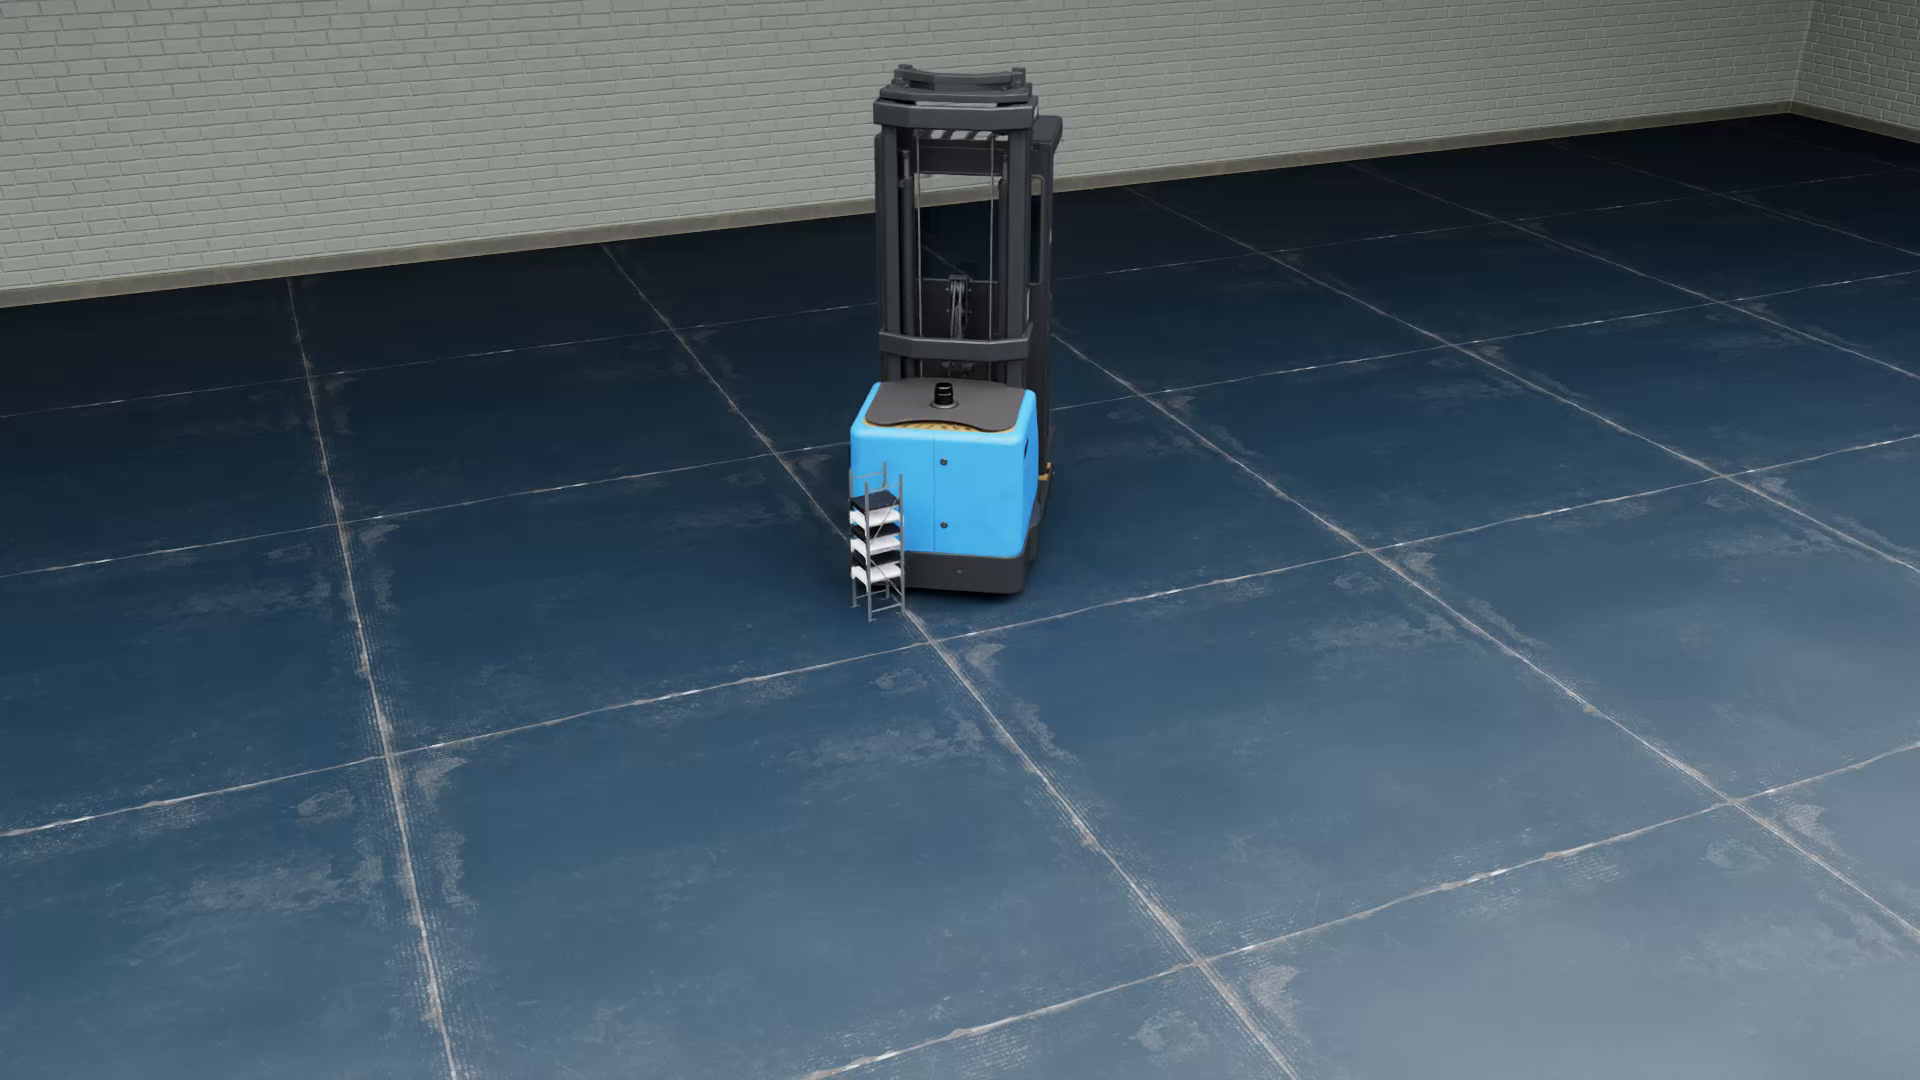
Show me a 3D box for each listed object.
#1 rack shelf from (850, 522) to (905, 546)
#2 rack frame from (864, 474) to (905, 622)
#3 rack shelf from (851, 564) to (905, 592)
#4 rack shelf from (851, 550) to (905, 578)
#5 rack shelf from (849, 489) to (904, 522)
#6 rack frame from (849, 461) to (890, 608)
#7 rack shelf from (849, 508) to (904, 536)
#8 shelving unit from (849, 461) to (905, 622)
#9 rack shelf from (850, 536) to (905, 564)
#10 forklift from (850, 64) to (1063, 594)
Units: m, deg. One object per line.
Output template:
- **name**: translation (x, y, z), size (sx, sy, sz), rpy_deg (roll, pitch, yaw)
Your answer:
- **rack shelf**: translation (-0.482, -0.038, 9.674), size (0.258, 0.077, 0.200), rpy_deg (-14, 29, -26)
- **rack frame**: translation (-0.433, 0.051, 9.619), size (0.240, 0.900, 0.006), rpy_deg (-14, 29, -26)
- **rack shelf**: translation (-0.482, 0.204, 9.792), size (0.258, 0.077, 0.200), rpy_deg (-14, 29, -26)
- **rack shelf**: translation (-0.482, 0.123, 9.753), size (0.258, 0.077, 0.200), rpy_deg (-14, 29, -26)
- **rack shelf**: translation (-0.482, -0.200, 9.595), size (0.258, 0.077, 0.200), rpy_deg (-14, 29, -26)
- **rack frame**: translation (-0.531, -0.026, 9.779), size (0.240, 0.900, 0.006), rpy_deg (-14, 29, -26)
- **rack shelf**: translation (-0.482, -0.119, 9.634), size (0.258, 0.077, 0.200), rpy_deg (-14, 29, -26)
- **shelving unit**: translation (-0.482, 0.013, 9.699), size (0.258, 0.900, 0.210), rpy_deg (-14, 29, -26)
- **rack shelf**: translation (-0.482, 0.042, 9.713), size (0.258, 0.077, 0.200), rpy_deg (-14, 29, -26)
- **forklift**: translation (0.057, -1.615, 10.716), size (1.130, 2.935, 3.031), rpy_deg (3, 26, 7)
